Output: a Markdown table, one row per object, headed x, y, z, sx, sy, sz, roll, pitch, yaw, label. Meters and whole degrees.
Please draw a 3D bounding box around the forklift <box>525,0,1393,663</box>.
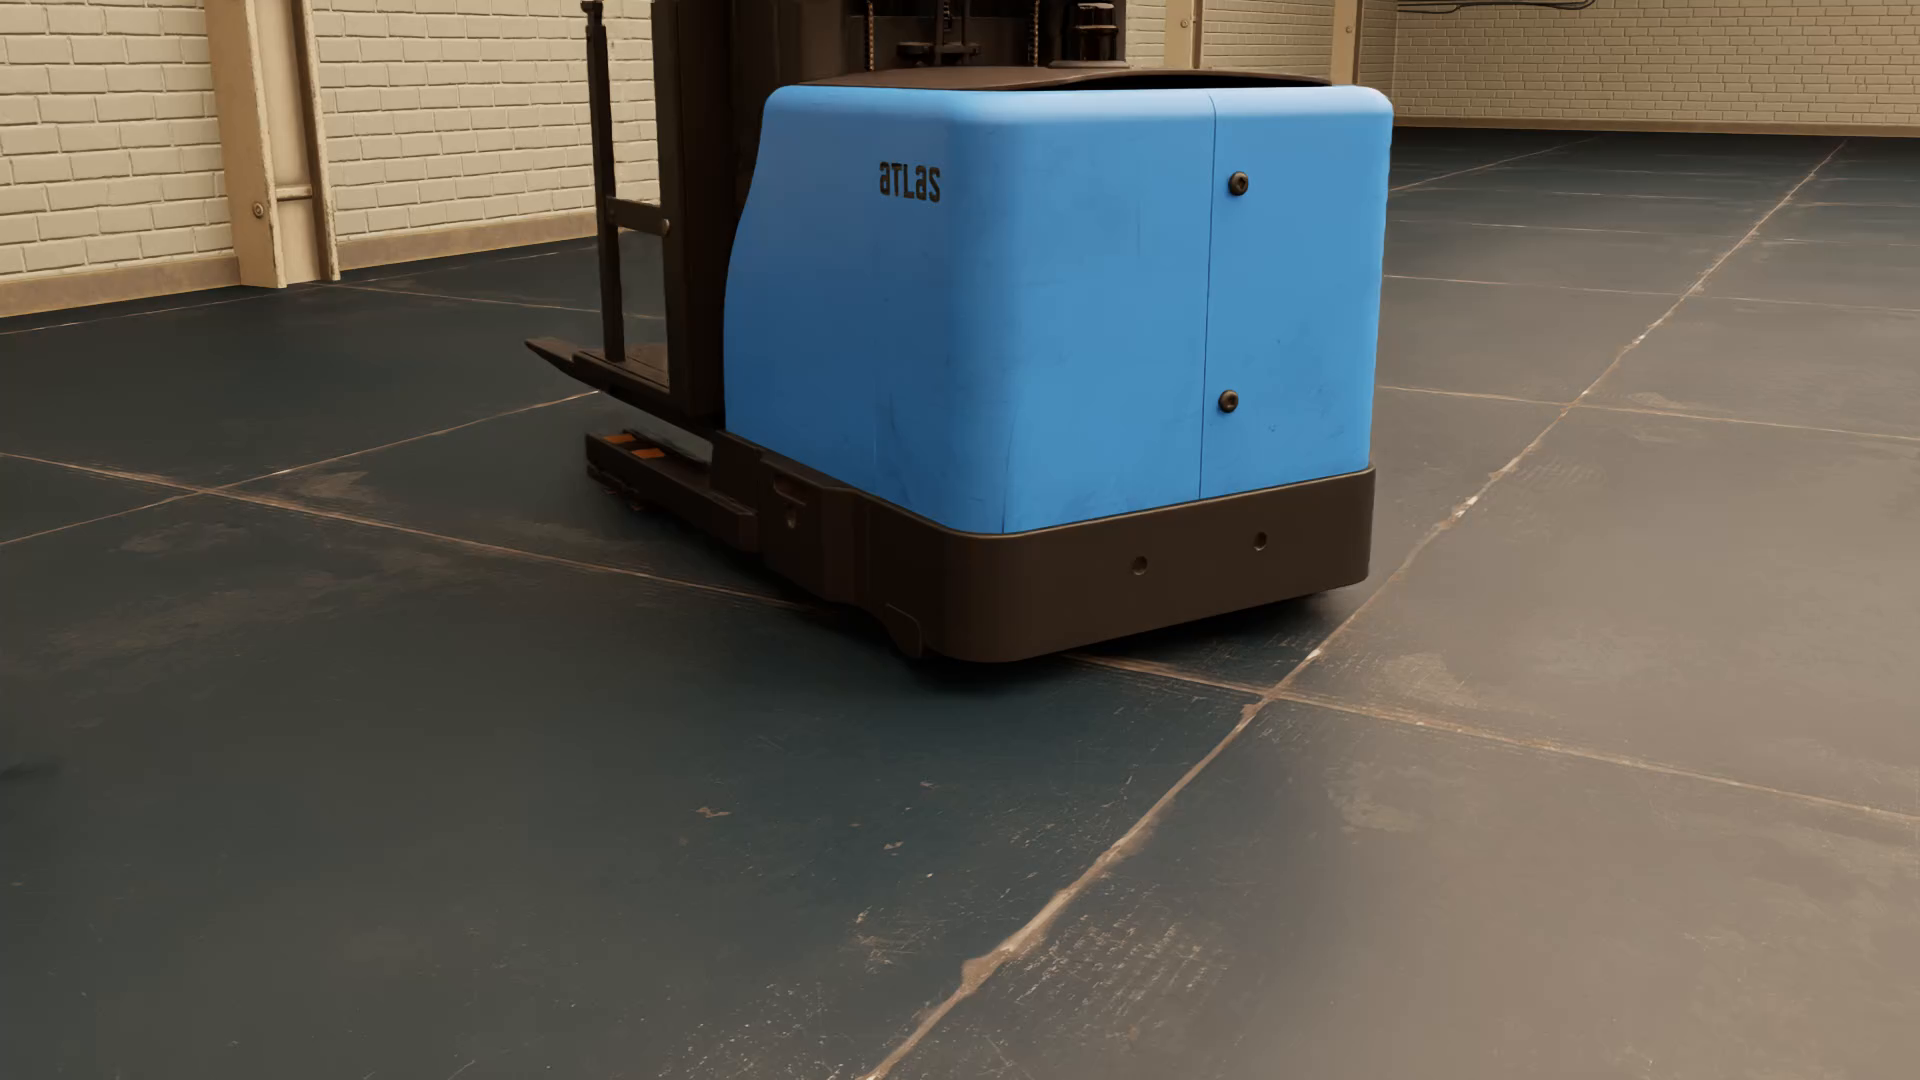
| x | y | z | sx | sy | sz | roll | pitch | yaw | label |
| --- | --- | --- | --- | --- | --- | --- | --- | --- | --- |
| -0.344 | -1.542 | 4.087 | 1.130 | 2.935 | 3.031 | -10 | 19 | -31 | forklift |
